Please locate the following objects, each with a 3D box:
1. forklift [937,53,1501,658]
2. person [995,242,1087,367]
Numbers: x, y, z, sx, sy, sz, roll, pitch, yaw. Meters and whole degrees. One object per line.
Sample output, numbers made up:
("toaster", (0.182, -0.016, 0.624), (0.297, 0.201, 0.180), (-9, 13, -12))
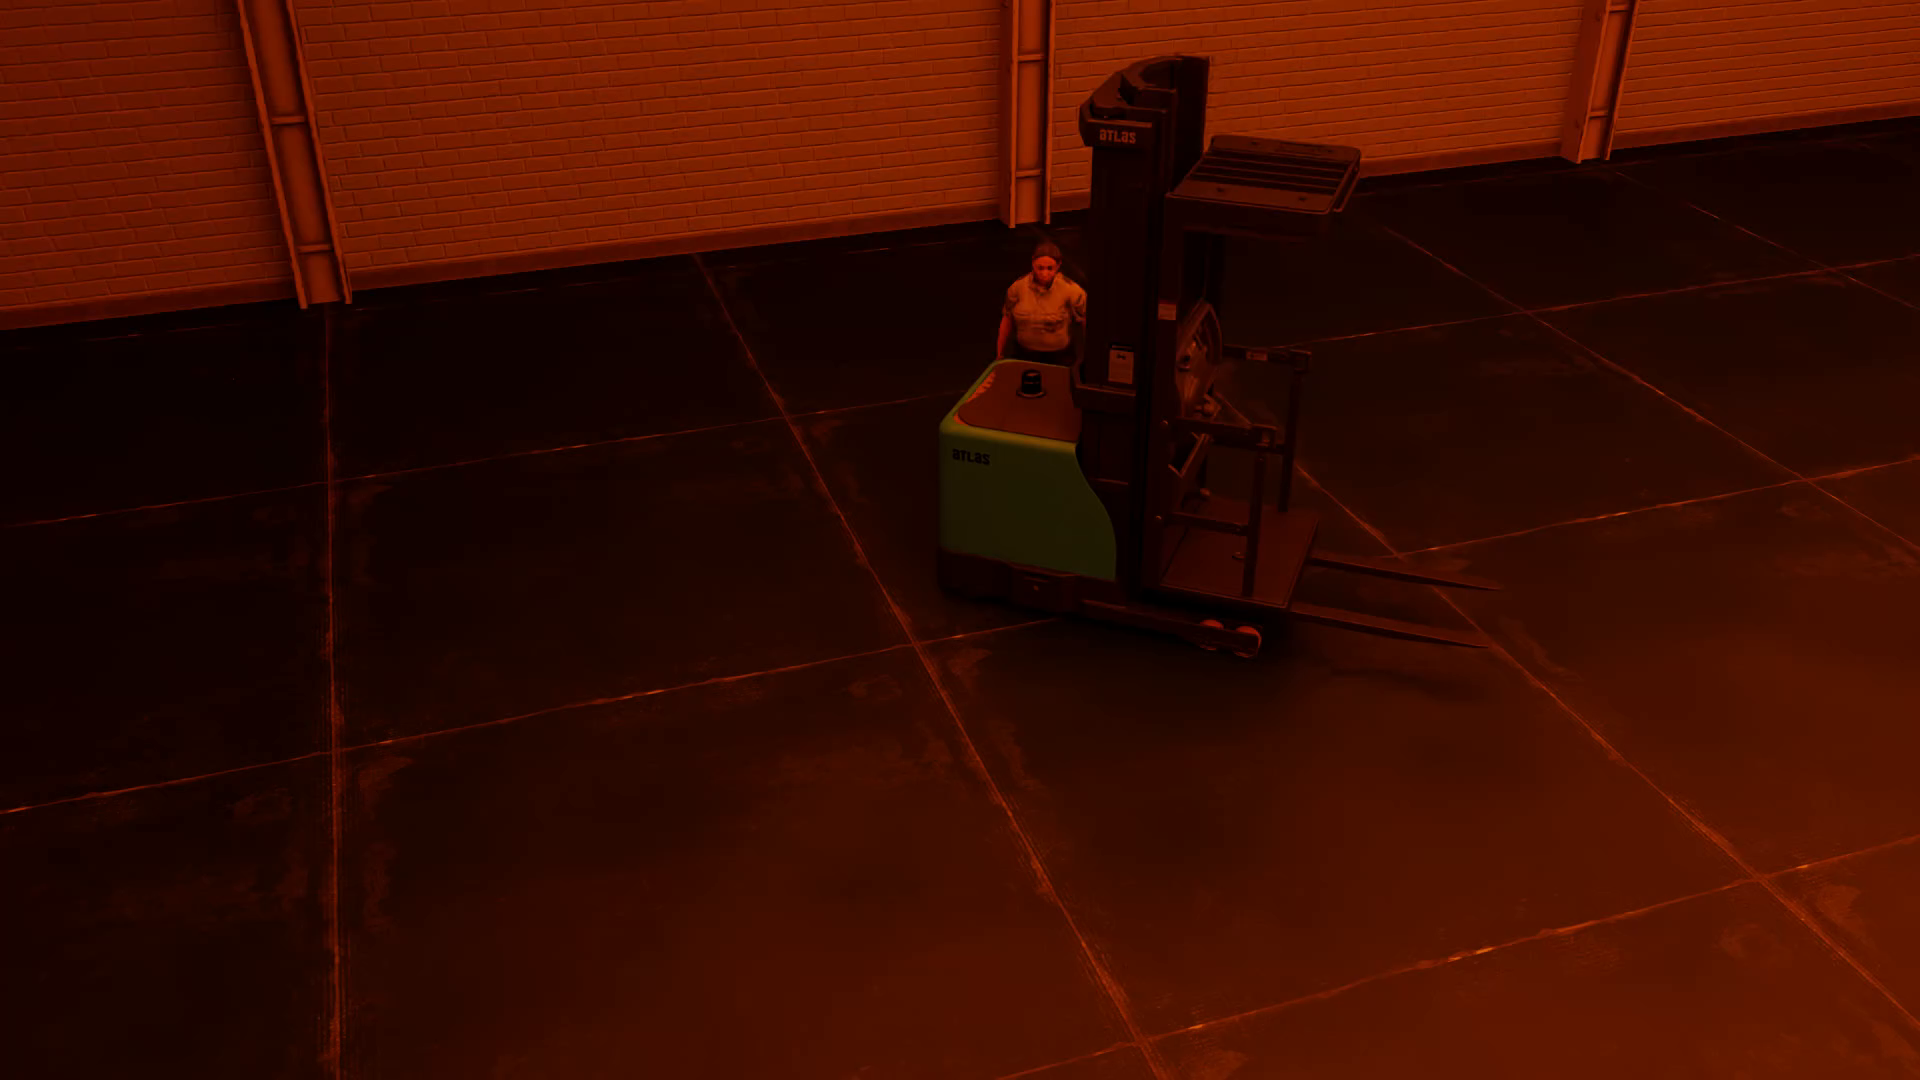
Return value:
("forklift", (1.441, -0.939, 8.719), (3.031, 2.935, 1.130), (10, 32, 17))
("person", (0.565, -1.080, 10.275), (0.741, 1.629, 0.342), (9, 31, 16))
